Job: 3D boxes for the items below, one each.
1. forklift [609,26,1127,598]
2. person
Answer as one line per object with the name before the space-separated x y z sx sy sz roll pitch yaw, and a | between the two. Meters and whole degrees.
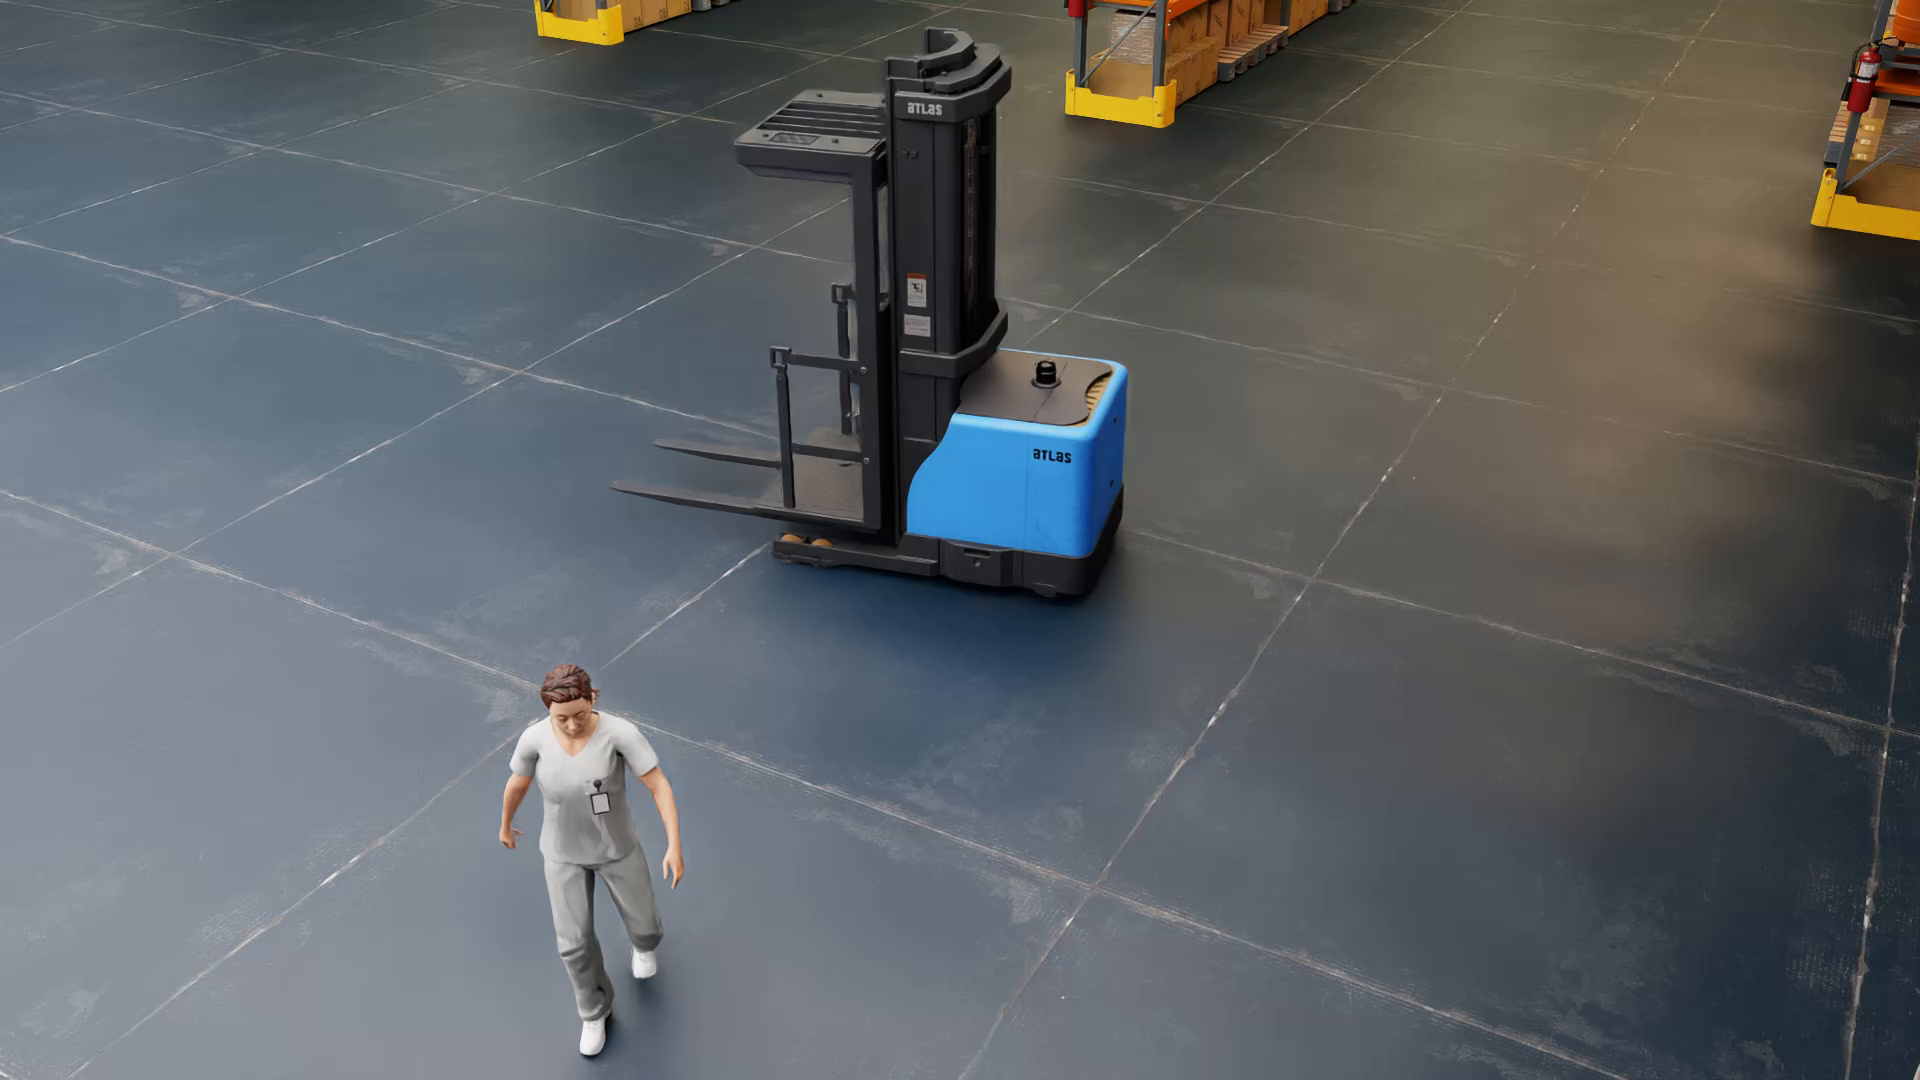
forklift | -0.593 -1.349 9.409 3.031 2.935 1.130 8 31 14
person | -1.403 1.161 6.338 0.718 1.660 0.620 -4 30 -7
